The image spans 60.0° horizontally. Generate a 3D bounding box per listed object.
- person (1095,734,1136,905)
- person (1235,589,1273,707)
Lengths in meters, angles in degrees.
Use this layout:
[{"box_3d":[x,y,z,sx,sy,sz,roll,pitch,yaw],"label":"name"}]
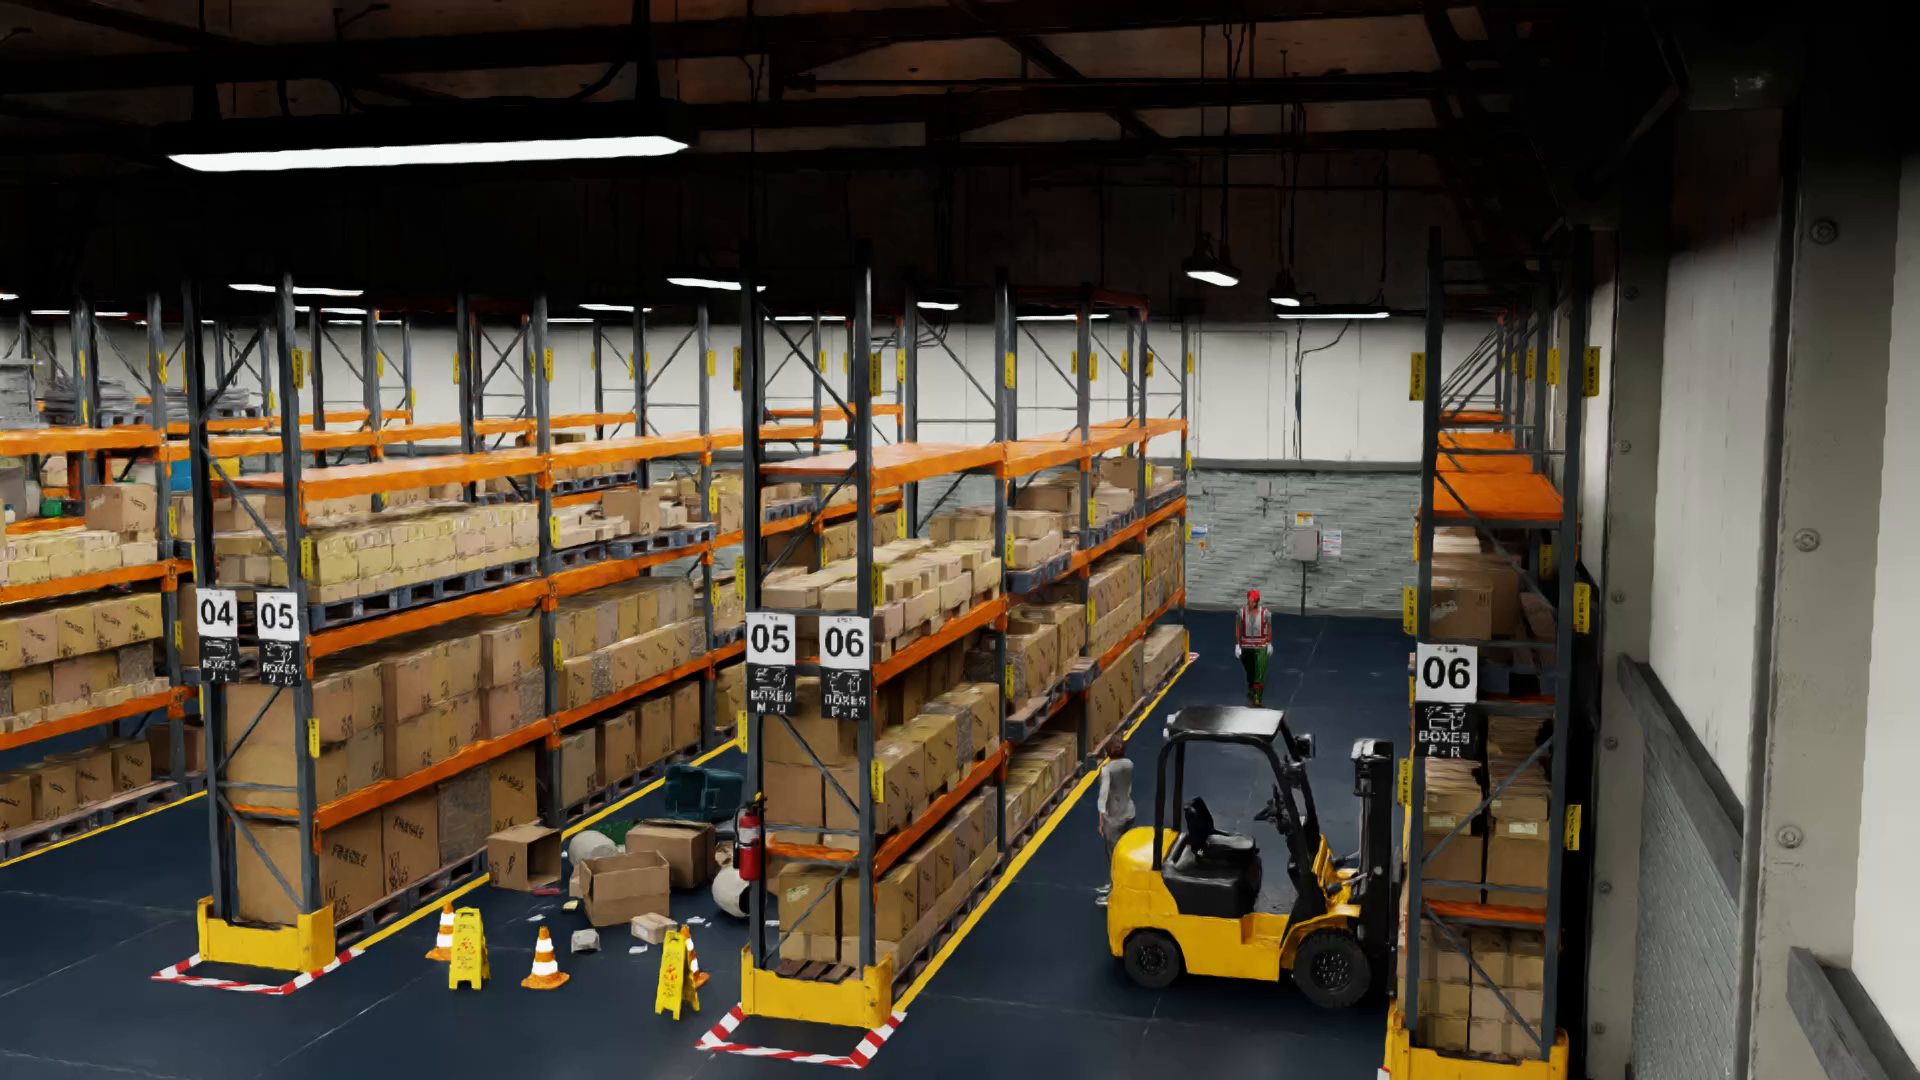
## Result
[{"box_3d":[1.439,2.616,15.649,0.467,1.599,0.449,-6,9,-42],"label":"person"},{"box_3d":[4.322,1.559,24.539,0.553,1.709,1.123,2,7,18],"label":"person"}]
